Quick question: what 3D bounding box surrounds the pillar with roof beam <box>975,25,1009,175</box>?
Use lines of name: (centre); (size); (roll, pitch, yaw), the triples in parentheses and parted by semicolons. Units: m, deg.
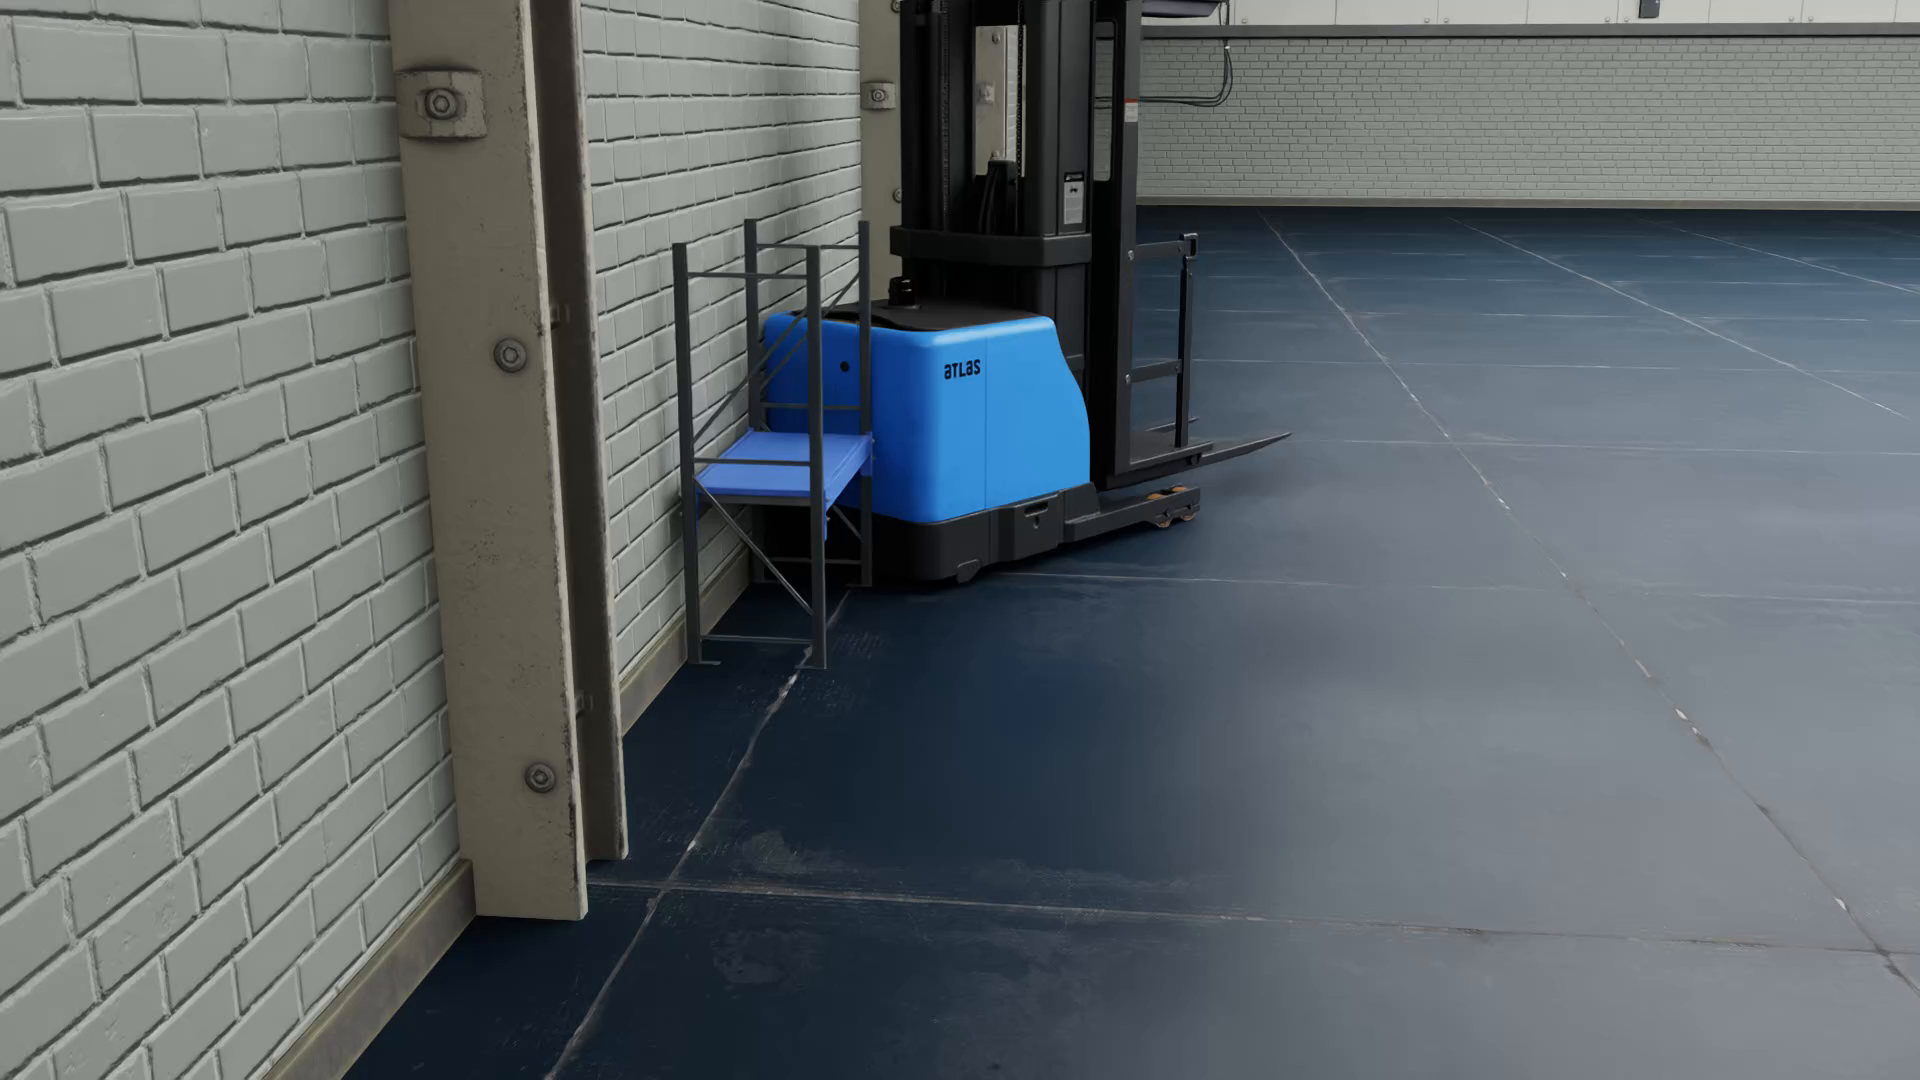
pillar with roof beam: (4.555, -6.436, 14.223); (9.100, 9.000, 0.400); (2, 15, 6)

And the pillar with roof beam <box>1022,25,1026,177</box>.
pillar with roof beam: (5.232, -7.992, 19.978); (9.100, 9.000, 0.400); (2, 15, 6)

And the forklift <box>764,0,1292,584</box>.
forklift: (0.513, -1.549, 7.776); (1.130, 2.935, 3.031); (14, 20, 41)

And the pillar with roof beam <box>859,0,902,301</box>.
pillar with roof beam: (3.878, -4.880, 8.468); (9.100, 9.000, 0.400); (2, 15, 6)

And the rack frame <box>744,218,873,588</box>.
rack frame: (-0.608, -0.537, 6.741); (0.500, 1.500, 0.032); (2, 16, 6)

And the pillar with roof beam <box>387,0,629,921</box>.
pillar with roof beam: (3.201, -3.323, 2.713); (9.100, 9.000, 0.400); (2, 15, 6)

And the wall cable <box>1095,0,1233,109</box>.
wall cable: (3.278, -8.901, 29.289); (3.097, 2.526, 0.112); (2, 15, 6)

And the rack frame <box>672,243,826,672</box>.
rack frame: (-0.723, -0.267, 5.768); (0.500, 1.500, 0.032); (2, 16, 6)

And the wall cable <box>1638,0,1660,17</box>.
wall cable: (12.709, -11.758, 27.391); (2.305, 6.003, 0.169); (2, 15, 6)

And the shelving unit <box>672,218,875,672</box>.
shelving unit: (-0.665, -0.402, 6.254); (0.538, 1.500, 1.048); (2, 16, 6)

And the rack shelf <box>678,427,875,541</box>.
rack shelf: (-0.667, -0.229, 6.303); (0.538, 0.185, 1.000); (2, 16, 6)
